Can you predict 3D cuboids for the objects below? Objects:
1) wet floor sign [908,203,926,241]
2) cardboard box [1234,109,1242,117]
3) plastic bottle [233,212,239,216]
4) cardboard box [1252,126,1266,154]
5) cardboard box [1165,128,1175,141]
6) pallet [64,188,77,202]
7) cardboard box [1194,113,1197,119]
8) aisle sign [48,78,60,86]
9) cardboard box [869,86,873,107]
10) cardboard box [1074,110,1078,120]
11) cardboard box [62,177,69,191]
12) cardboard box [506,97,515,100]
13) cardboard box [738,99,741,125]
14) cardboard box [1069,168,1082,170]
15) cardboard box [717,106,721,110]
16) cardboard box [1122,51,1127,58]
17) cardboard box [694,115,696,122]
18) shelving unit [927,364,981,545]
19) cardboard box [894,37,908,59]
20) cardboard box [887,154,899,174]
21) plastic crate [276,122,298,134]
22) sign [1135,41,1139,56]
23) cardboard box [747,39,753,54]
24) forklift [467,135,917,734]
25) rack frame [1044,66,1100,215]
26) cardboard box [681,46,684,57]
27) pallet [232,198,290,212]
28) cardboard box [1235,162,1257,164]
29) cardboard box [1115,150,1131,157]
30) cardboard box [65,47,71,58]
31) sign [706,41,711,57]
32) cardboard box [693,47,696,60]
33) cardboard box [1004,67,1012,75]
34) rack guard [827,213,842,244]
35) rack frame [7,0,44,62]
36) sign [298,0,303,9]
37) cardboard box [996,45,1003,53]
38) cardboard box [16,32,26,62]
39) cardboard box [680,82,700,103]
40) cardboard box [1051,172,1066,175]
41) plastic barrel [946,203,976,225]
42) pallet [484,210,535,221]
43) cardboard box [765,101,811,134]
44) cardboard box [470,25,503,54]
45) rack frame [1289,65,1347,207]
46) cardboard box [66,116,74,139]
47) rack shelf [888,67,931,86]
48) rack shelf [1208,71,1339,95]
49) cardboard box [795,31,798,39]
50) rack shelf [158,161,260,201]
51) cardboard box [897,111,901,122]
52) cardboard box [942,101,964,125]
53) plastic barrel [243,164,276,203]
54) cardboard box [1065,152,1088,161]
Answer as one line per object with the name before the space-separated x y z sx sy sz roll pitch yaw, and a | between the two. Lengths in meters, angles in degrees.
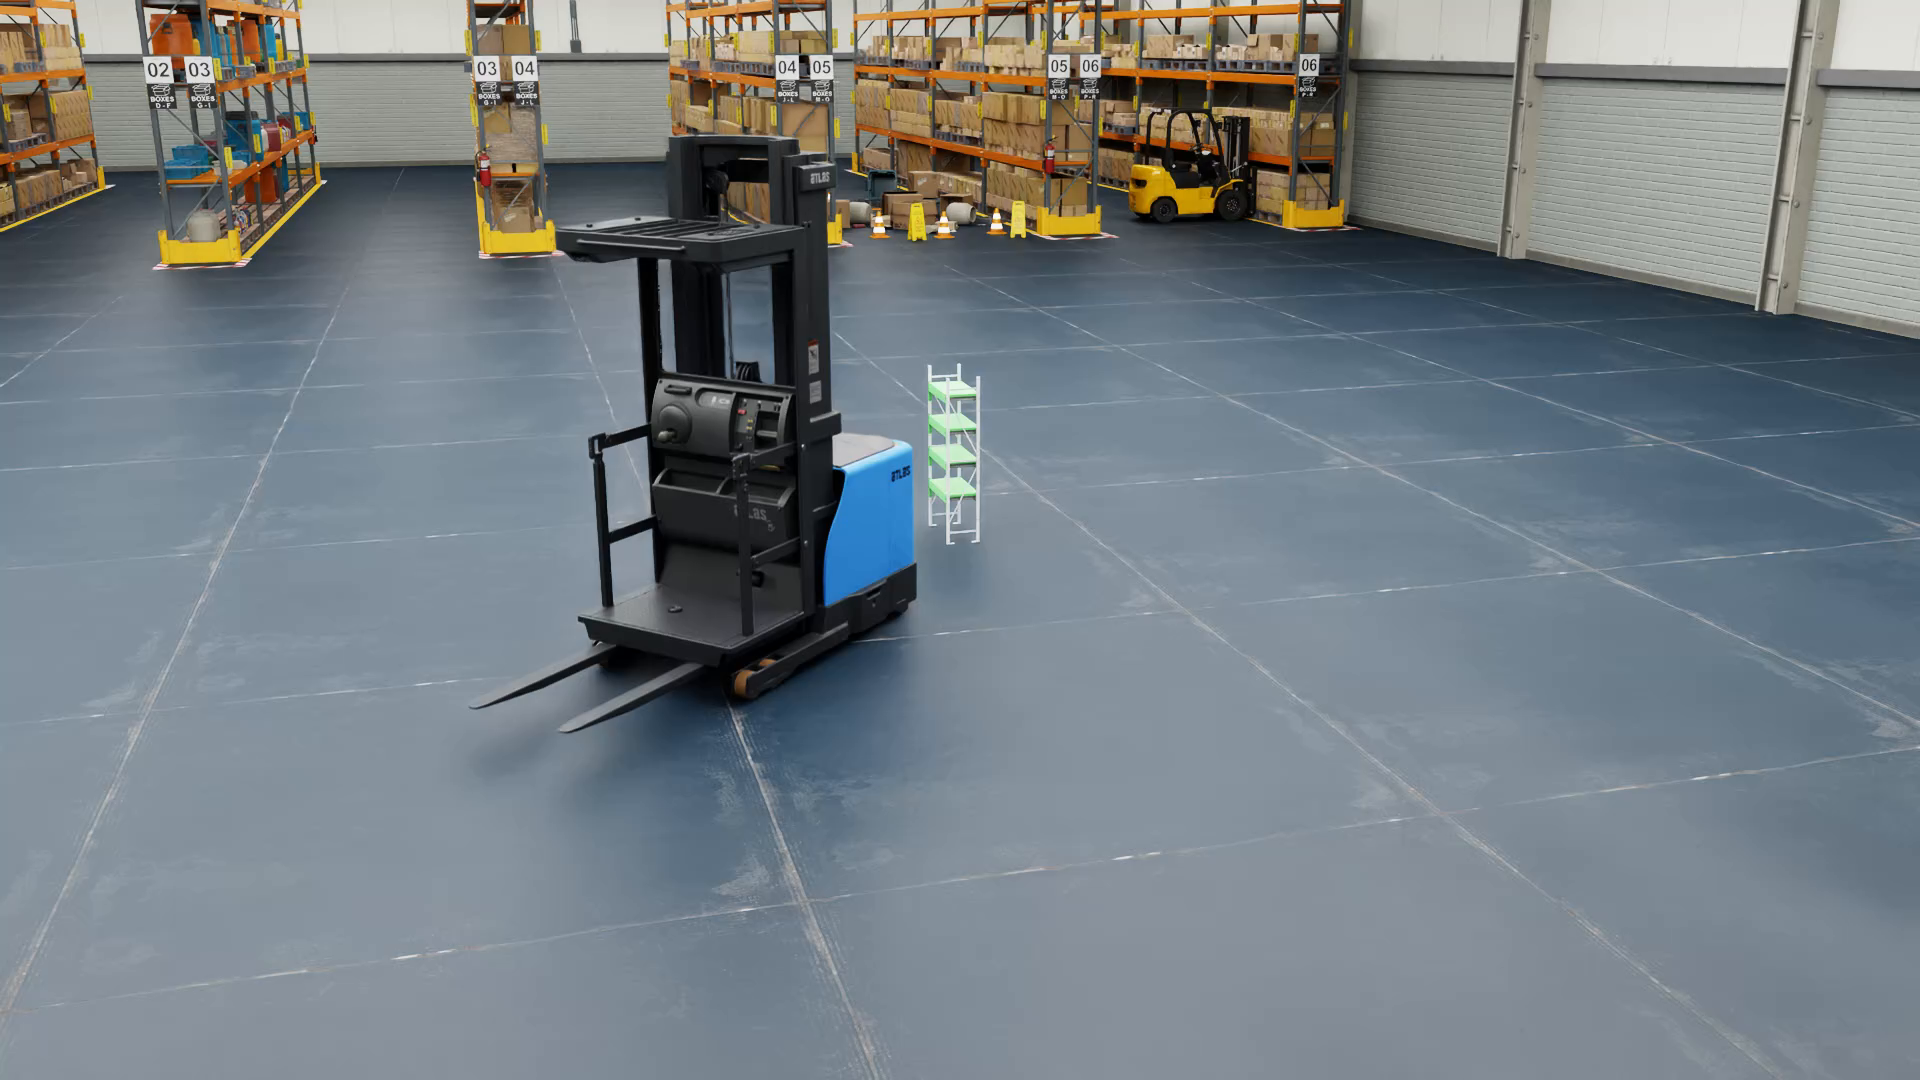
wet floor sign | -0.776 -5.723 29.884 0.267 0.644 0.232 -8 18 -25
cardboard box | 5.825 -8.727 33.972 0.380 0.149 0.250 -5 17 -16
plastic bottle | -12.975 -5.732 29.790 0.152 0.276 0.135 -5 17 -15
cardboard box | 6.153 -7.964 33.078 0.500 0.500 0.500 -5 17 -16
cardboard box | 4.926 -9.089 37.257 0.500 0.250 0.500 -4 17 -13
pallet | -20.496 -7.730 37.318 1.003 0.211 1.213 -5 17 -15
cardboard box | 5.304 -9.199 36.060 0.380 0.149 0.250 -5 17 -15
aisle sign | -21.709 -11.222 39.579 0.394 0.787 0.004 -5 17 -15
cardboard box | -2.060 -11.497 43.100 0.500 0.500 0.500 -5 17 -15
cardboard box | 3.143 -11.027 43.190 0.500 0.250 0.500 -4 17 -14
cardboard box | -20.216 -7.931 37.051 0.500 0.311 0.500 -5 17 -15
cardboard box | -7.921 -7.734 30.058 0.500 0.500 0.500 -5 17 -15
cardboard box | -4.073 -8.614 33.504 0.700 0.500 0.500 -5 17 -16
cardboard box | 3.082 -9.801 43.592 0.380 0.149 0.250 -5 18 -17
cardboard box | -5.544 -10.146 39.187 0.380 0.149 0.250 -5 18 -17
cardboard box | 4.077 -11.576 39.629 0.380 0.149 0.250 -5 17 -15
cardboard box | -5.888 -9.667 38.110 0.380 0.149 0.250 -5 17 -16
shelving unit | -0.045 -0.620 11.932 0.258 1.200 0.503 -5 17 -15
cardboard box | -1.291 -11.860 40.102 0.500 0.500 0.500 -5 17 -16
cardboard box | -1.323 -9.597 42.411 0.875 0.438 0.875 -5 17 -16
plastic crate | -15.787 -9.675 39.048 0.437 0.282 0.530 -5 17 -15
sign | 4.094 -11.370 38.476 0.100 0.325 0.005 -5 17 -15
cardboard box | -3.643 -9.129 30.754 0.500 0.250 0.500 -5 17 -16
forklift | -1.443 -0.681 9.125 1.130 2.935 3.031 9 19 28
rack frame | 2.044 -7.122 30.446 1.000 3.000 0.127 -5 17 -15
cardboard box | -6.489 -11.878 40.459 0.500 0.250 0.500 -5 18 -18
pallet | -14.702 -7.039 35.017 1.003 0.211 1.213 -5 17 -15
cardboard box | 6.037 -7.864 35.229 0.500 0.250 0.500 -4 17 -14
cardboard box | 4.005 -9.454 40.699 0.380 0.149 0.250 -5 17 -16
cardboard box | -20.750 -11.187 38.158 0.500 0.250 0.500 -5 17 -15
sign | -5.409 -10.557 35.770 0.100 0.325 0.005 -5 17 -15
cardboard box | -5.946 -11.357 38.756 0.500 0.311 0.500 -5 17 -16
cardboard box | 1.064 -9.075 32.172 0.380 0.149 0.250 -5 17 -16
rack guard | -2.681 -5.498 29.388 1.175 0.500 0.348 -5 17 -15
rack frame | -20.308 -11.748 35.421 1.000 3.000 0.127 -5 17 -15
sign | -16.120 -13.139 40.611 0.100 0.325 0.005 -5 17 -15
cardboard box | 0.927 -9.595 32.517 0.380 0.149 0.250 -5 17 -16
cardboard box | -20.241 -10.464 35.280 0.600 0.600 0.600 -6 18 -20
cardboard box | -6.649 -11.085 41.211 0.500 0.500 0.500 -4 17 -14
cardboard box | 1.803 -6.900 32.455 0.500 0.500 0.500 -4 17 -14
plastic barrel | 0.020 -6.339 32.320 0.512 0.421 0.421 7 18 23
pallet | -8.799 -6.324 32.639 1.003 0.211 1.213 -5 17 -15
cardboard box | -2.993 -7.542 29.708 0.875 0.550 0.550 -5 17 -15
cardboard box | -8.154 -8.613 28.638 0.500 0.500 0.500 -5 17 -15
rack frame | 6.815 -7.515 31.756 1.000 3.000 0.127 -5 17 -15
cardboard box | -20.466 -9.366 37.743 0.500 0.500 0.500 -5 17 -16
rack shelf | -0.704 -10.980 39.327 1.077 0.370 4.000 -5 17 -15
rack shelf | 6.266 -9.160 33.270 1.077 0.370 4.000 -5 17 -15
cardboard box | -2.752 -9.048 29.793 0.380 0.149 0.250 -5 17 -16
rack shelf | -12.797 -6.155 28.480 1.077 0.370 4.000 -5 17 -15
cardboard box | -1.234 -10.322 40.494 0.500 0.250 0.500 -4 17 -14
cardboard box | -0.104 -9.440 36.742 0.500 0.500 0.500 -4 17 -12
plastic barrel | -14.596 -7.455 34.599 0.600 0.830 0.708 -5 17 -15
cardboard box | 2.149 -7.112 30.850 0.380 0.149 0.250 -5 17 -15
